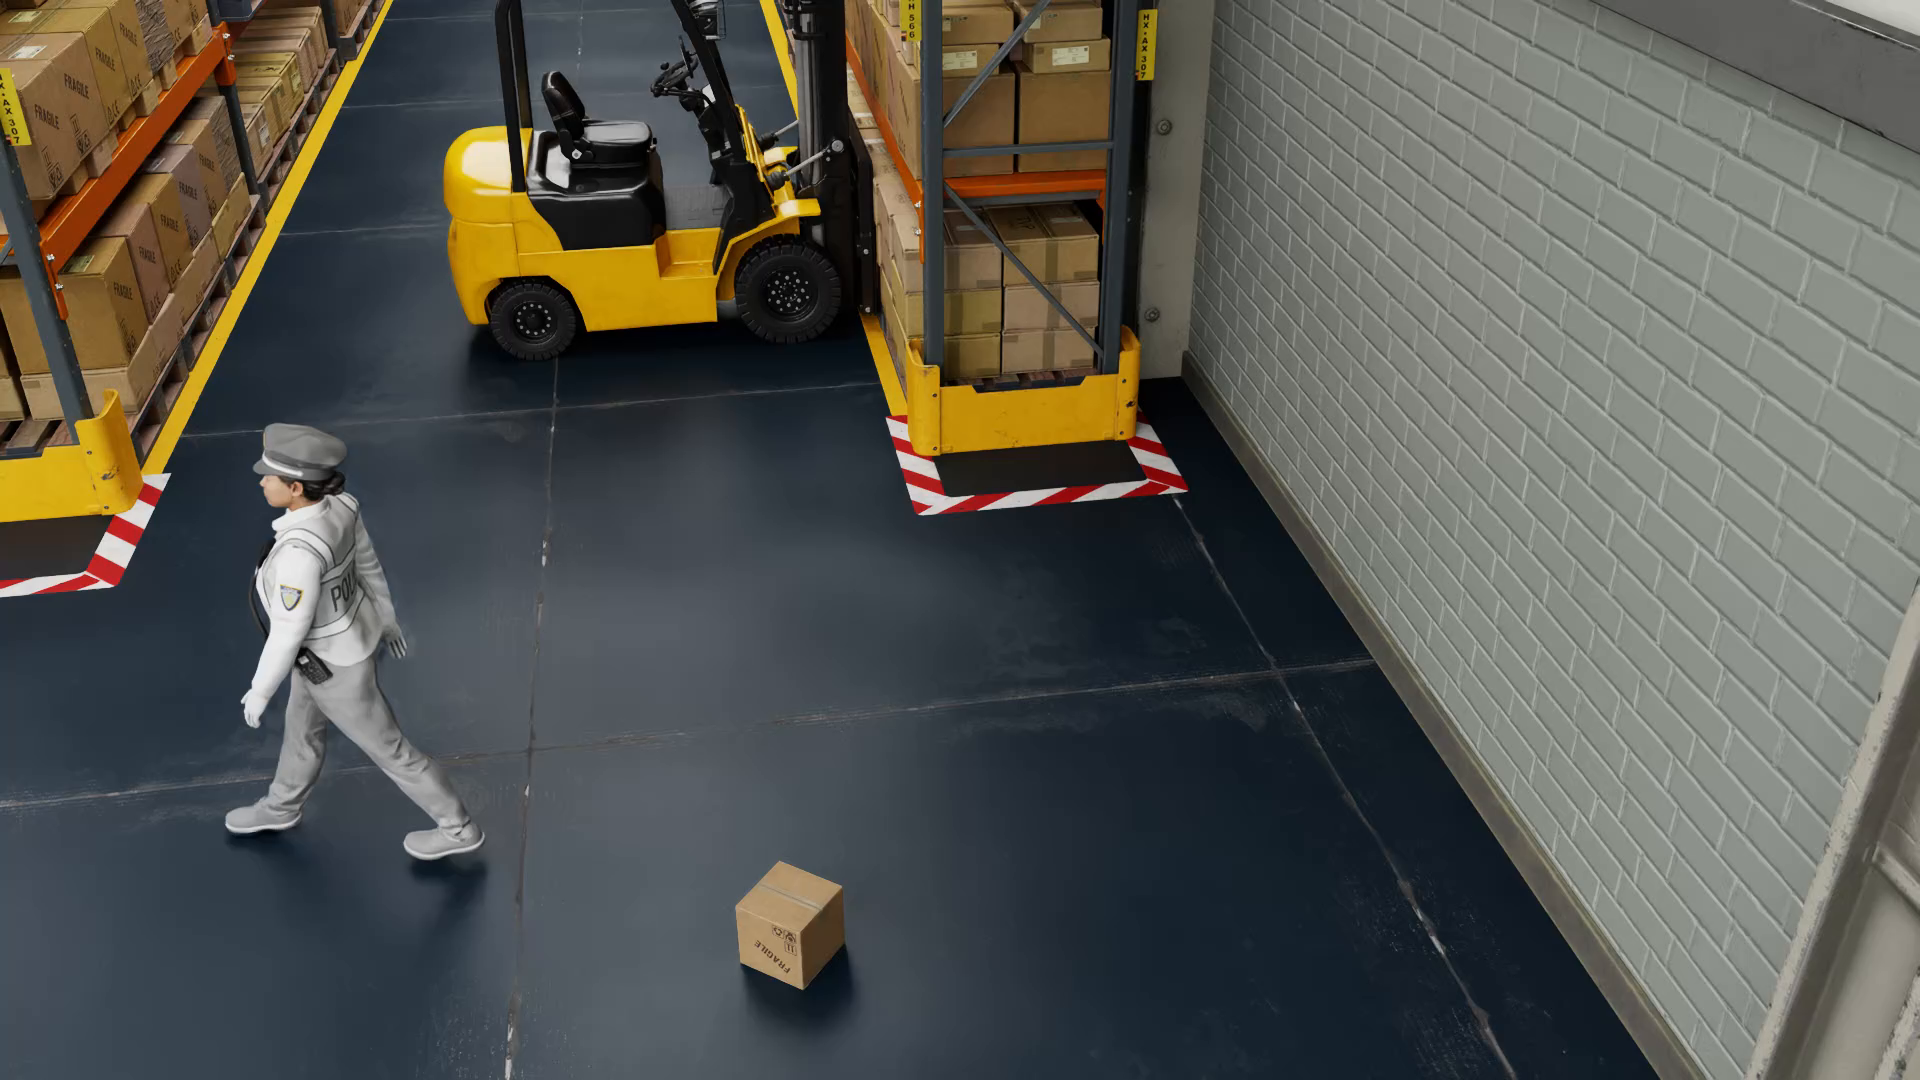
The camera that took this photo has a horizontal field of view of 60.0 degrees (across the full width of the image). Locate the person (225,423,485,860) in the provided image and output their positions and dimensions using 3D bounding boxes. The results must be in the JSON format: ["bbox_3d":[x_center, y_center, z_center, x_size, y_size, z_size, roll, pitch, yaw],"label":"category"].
[{"bbox_3d":[-2.143,0.374,5.448,0.945,1.641,0.519,-3,31,-5],"label":"person"}]
